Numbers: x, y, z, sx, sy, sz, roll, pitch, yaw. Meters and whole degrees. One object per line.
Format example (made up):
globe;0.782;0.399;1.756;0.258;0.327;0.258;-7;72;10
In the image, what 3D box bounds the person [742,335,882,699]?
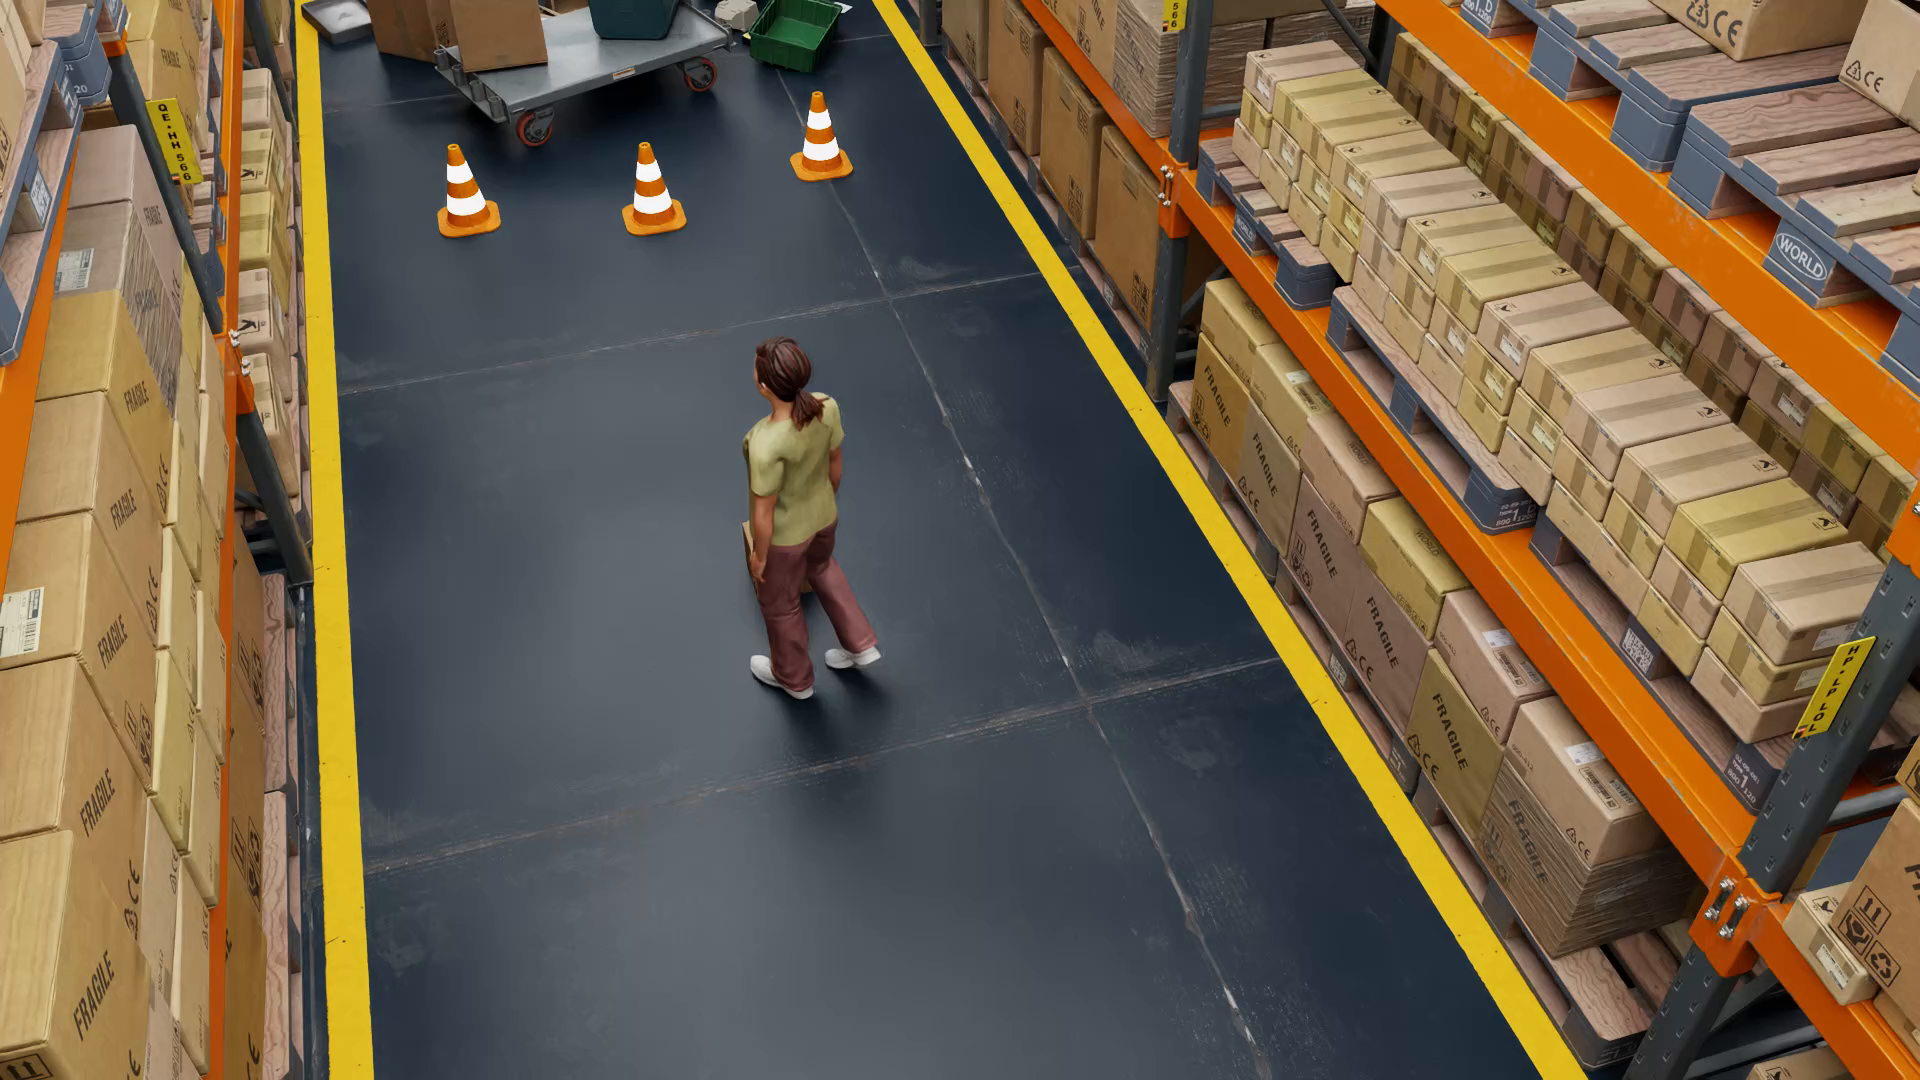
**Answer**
person;-0.609;-0.049;6.210;0.465;1.687;0.480;30;50;29
